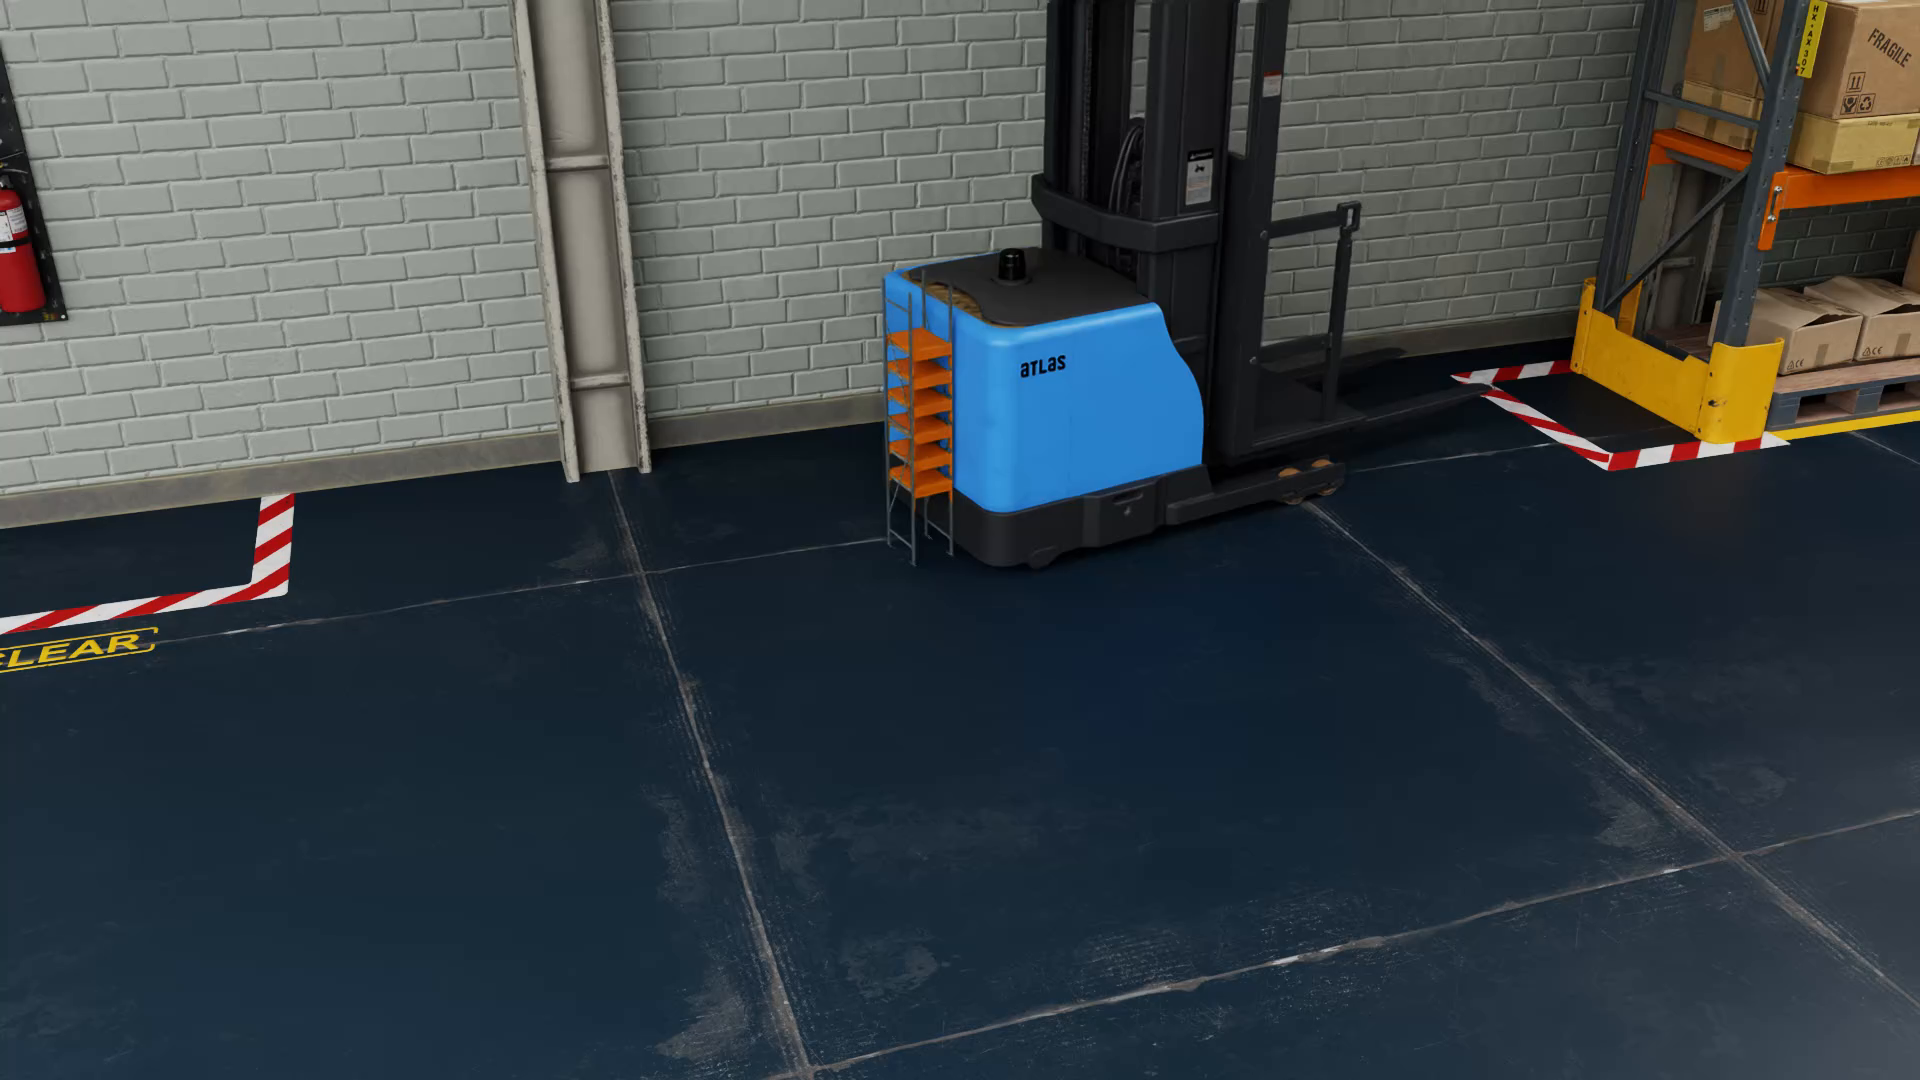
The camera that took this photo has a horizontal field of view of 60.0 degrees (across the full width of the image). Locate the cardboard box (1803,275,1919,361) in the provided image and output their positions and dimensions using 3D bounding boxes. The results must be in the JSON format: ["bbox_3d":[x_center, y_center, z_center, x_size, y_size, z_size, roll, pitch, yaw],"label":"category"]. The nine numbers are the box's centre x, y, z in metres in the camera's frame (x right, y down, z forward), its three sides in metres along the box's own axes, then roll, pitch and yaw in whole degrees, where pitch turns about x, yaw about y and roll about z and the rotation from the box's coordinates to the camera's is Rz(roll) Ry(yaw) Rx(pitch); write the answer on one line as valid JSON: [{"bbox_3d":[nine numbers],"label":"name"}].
[{"bbox_3d":[4.838,-1.197,8.818,0.500,0.311,0.500,-6,27,-12],"label":"cardboard box"}]

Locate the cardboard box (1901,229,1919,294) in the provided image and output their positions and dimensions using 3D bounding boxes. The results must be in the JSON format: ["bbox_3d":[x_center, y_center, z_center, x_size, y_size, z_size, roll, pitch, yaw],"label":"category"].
[{"bbox_3d":[5.551,-1.362,8.937,0.500,0.500,0.700,-10,28,-19],"label":"cardboard box"}]

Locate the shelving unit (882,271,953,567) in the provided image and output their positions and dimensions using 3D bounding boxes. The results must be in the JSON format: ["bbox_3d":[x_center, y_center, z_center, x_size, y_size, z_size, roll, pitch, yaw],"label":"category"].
[{"bbox_3d":[-0.171,-0.490,6.887,0.189,1.200,0.258,-15,30,-27],"label":"shelving unit"}]

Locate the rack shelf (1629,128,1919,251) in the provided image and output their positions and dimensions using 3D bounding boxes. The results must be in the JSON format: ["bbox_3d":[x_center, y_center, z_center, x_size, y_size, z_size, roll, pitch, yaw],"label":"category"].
[{"bbox_3d":[5.512,-2.022,8.759,4.000,0.370,1.077,-8,28,-16],"label":"rack shelf"}]

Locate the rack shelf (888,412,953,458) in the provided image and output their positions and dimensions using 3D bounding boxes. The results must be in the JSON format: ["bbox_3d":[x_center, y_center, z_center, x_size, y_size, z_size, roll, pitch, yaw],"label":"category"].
[{"bbox_3d":[-0.171,-0.450,6.907,0.180,0.103,0.258,-15,30,-27],"label":"rack shelf"}]

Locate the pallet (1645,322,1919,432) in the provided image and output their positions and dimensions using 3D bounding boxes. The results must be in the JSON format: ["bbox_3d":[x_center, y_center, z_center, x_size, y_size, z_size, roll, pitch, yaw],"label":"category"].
[{"bbox_3d":[4.466,-0.927,8.881,1.213,0.211,1.003,-8,28,-16],"label":"pallet"}]

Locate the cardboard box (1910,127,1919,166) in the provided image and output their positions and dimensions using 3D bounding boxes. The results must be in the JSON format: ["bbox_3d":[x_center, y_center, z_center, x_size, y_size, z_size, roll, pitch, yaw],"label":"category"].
[{"bbox_3d":[4.662,-2.021,8.094,0.500,0.250,0.500,-9,28,-18],"label":"cardboard box"}]

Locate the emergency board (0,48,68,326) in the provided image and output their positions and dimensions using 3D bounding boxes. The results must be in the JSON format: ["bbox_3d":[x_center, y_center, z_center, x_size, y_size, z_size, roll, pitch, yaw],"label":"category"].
[{"bbox_3d":[-4.058,-1.381,6.658,0.643,1.169,0.194,-8,28,-16],"label":"emergency board"}]

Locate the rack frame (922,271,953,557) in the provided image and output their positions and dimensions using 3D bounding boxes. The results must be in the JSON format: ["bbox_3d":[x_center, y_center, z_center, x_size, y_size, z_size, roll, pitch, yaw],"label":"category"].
[{"bbox_3d":[-0.092,-0.510,6.929,0.006,1.200,0.240,-15,30,-27],"label":"rack frame"}]

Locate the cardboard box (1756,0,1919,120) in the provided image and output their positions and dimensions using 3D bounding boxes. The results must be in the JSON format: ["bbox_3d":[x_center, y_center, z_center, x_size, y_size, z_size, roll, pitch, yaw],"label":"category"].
[{"bbox_3d":[4.157,-2.285,7.783,0.500,0.500,0.500,-8,28,-16],"label":"cardboard box"}]

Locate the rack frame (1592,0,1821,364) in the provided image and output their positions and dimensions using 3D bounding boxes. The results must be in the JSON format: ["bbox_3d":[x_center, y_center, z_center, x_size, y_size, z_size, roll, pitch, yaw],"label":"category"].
[{"bbox_3d":[3.610,-2.069,8.044,0.127,3.000,1.000,-8,28,-16],"label":"rack frame"}]

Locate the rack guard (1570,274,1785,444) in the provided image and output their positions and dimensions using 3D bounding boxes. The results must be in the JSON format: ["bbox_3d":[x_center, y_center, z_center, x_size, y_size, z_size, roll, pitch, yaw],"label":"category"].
[{"bbox_3d":[3.683,-0.960,8.621,0.348,0.500,1.175,-8,28,-16],"label":"rack guard"}]

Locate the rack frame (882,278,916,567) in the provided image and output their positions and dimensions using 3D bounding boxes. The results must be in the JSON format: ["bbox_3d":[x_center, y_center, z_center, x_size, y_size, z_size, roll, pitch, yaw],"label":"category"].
[{"bbox_3d":[-0.250,-0.469,6.846,0.006,1.200,0.240,-15,30,-27],"label":"rack frame"}]

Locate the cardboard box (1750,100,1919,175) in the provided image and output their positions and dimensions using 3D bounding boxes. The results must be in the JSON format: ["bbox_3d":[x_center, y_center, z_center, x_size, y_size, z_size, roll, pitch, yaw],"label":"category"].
[{"bbox_3d":[4.173,-1.944,7.938,0.500,0.250,0.500,-9,28,-18],"label":"cardboard box"}]

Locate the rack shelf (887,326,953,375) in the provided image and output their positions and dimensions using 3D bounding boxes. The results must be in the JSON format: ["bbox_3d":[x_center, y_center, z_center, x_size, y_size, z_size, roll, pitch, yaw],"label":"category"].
[{"bbox_3d":[-0.171,-0.773,6.747,0.180,0.103,0.258,-15,30,-27],"label":"rack shelf"}]

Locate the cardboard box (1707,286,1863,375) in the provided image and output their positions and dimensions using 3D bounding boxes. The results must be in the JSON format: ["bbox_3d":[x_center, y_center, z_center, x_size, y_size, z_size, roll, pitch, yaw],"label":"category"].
[{"bbox_3d":[4.296,-1.119,8.660,0.500,0.311,0.500,-12,29,-22],"label":"cardboard box"}]

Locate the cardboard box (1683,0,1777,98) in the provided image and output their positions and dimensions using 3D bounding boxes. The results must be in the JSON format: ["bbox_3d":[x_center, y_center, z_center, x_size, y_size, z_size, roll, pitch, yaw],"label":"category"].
[{"bbox_3d":[3.993,-2.501,8.218,0.500,0.500,0.500,-9,28,-17],"label":"cardboard box"}]

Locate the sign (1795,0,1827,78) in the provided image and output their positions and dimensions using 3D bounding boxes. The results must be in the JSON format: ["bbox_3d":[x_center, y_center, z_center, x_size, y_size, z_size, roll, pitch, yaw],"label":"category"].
[{"bbox_3d":[3.779,-2.227,7.390,0.005,0.325,0.100,-8,28,-16],"label":"sign"}]

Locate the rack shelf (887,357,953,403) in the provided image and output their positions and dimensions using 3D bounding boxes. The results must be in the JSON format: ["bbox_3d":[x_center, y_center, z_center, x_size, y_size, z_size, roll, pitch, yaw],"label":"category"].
[{"bbox_3d":[-0.171,-0.665,6.800,0.180,0.103,0.258,-15,30,-27],"label":"rack shelf"}]

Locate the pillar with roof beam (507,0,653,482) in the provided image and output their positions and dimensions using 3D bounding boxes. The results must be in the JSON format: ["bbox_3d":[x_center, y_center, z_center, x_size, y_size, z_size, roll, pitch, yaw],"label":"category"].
[{"bbox_3d":[-0.364,-2.572,2.310,0.400,9.000,9.100,-8,28,-16],"label":"pillar with roof beam"}]

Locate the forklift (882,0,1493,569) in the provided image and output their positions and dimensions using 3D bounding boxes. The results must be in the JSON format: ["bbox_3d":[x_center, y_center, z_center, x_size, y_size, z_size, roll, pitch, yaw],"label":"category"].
[{"bbox_3d":[1.180,-1.660,7.297,3.031,2.935,1.130,-15,30,-27],"label":"forklift"}]

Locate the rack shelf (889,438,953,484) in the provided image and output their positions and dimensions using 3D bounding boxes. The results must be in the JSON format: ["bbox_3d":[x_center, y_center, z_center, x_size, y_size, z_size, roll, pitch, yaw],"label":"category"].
[{"bbox_3d":[-0.171,-0.343,6.961,0.180,0.103,0.258,-15,30,-27],"label":"rack shelf"}]

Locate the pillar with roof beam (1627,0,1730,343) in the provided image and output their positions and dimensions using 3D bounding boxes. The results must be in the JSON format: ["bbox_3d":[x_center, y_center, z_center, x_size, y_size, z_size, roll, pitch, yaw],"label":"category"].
[{"bbox_3d":[5.341,-3.398,3.975,0.400,9.000,9.100,-8,28,-16],"label":"pillar with roof beam"}]

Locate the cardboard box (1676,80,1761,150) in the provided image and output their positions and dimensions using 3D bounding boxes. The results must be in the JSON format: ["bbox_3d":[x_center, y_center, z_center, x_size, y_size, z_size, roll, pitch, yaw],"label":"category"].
[{"bbox_3d":[3.995,-2.157,8.368,0.500,0.250,0.500,-8,27,-15],"label":"cardboard box"}]

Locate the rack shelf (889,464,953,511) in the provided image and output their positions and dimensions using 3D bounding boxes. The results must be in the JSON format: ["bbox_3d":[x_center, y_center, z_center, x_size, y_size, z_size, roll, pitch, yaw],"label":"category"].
[{"bbox_3d":[-0.171,-0.235,7.014,0.180,0.103,0.258,-15,30,-27],"label":"rack shelf"}]

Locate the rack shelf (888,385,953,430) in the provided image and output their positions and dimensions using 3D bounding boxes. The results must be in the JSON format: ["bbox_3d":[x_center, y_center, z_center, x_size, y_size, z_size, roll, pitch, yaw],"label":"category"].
[{"bbox_3d":[-0.171,-0.558,6.854,0.180,0.103,0.258,-15,30,-27],"label":"rack shelf"}]

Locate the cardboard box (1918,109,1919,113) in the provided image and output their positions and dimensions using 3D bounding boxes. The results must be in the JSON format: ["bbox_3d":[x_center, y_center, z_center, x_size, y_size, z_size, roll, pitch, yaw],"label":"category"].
[{"bbox_3d":[4.630,-2.349,7.911,0.500,0.500,0.500,-8,28,-16],"label":"cardboard box"}]
